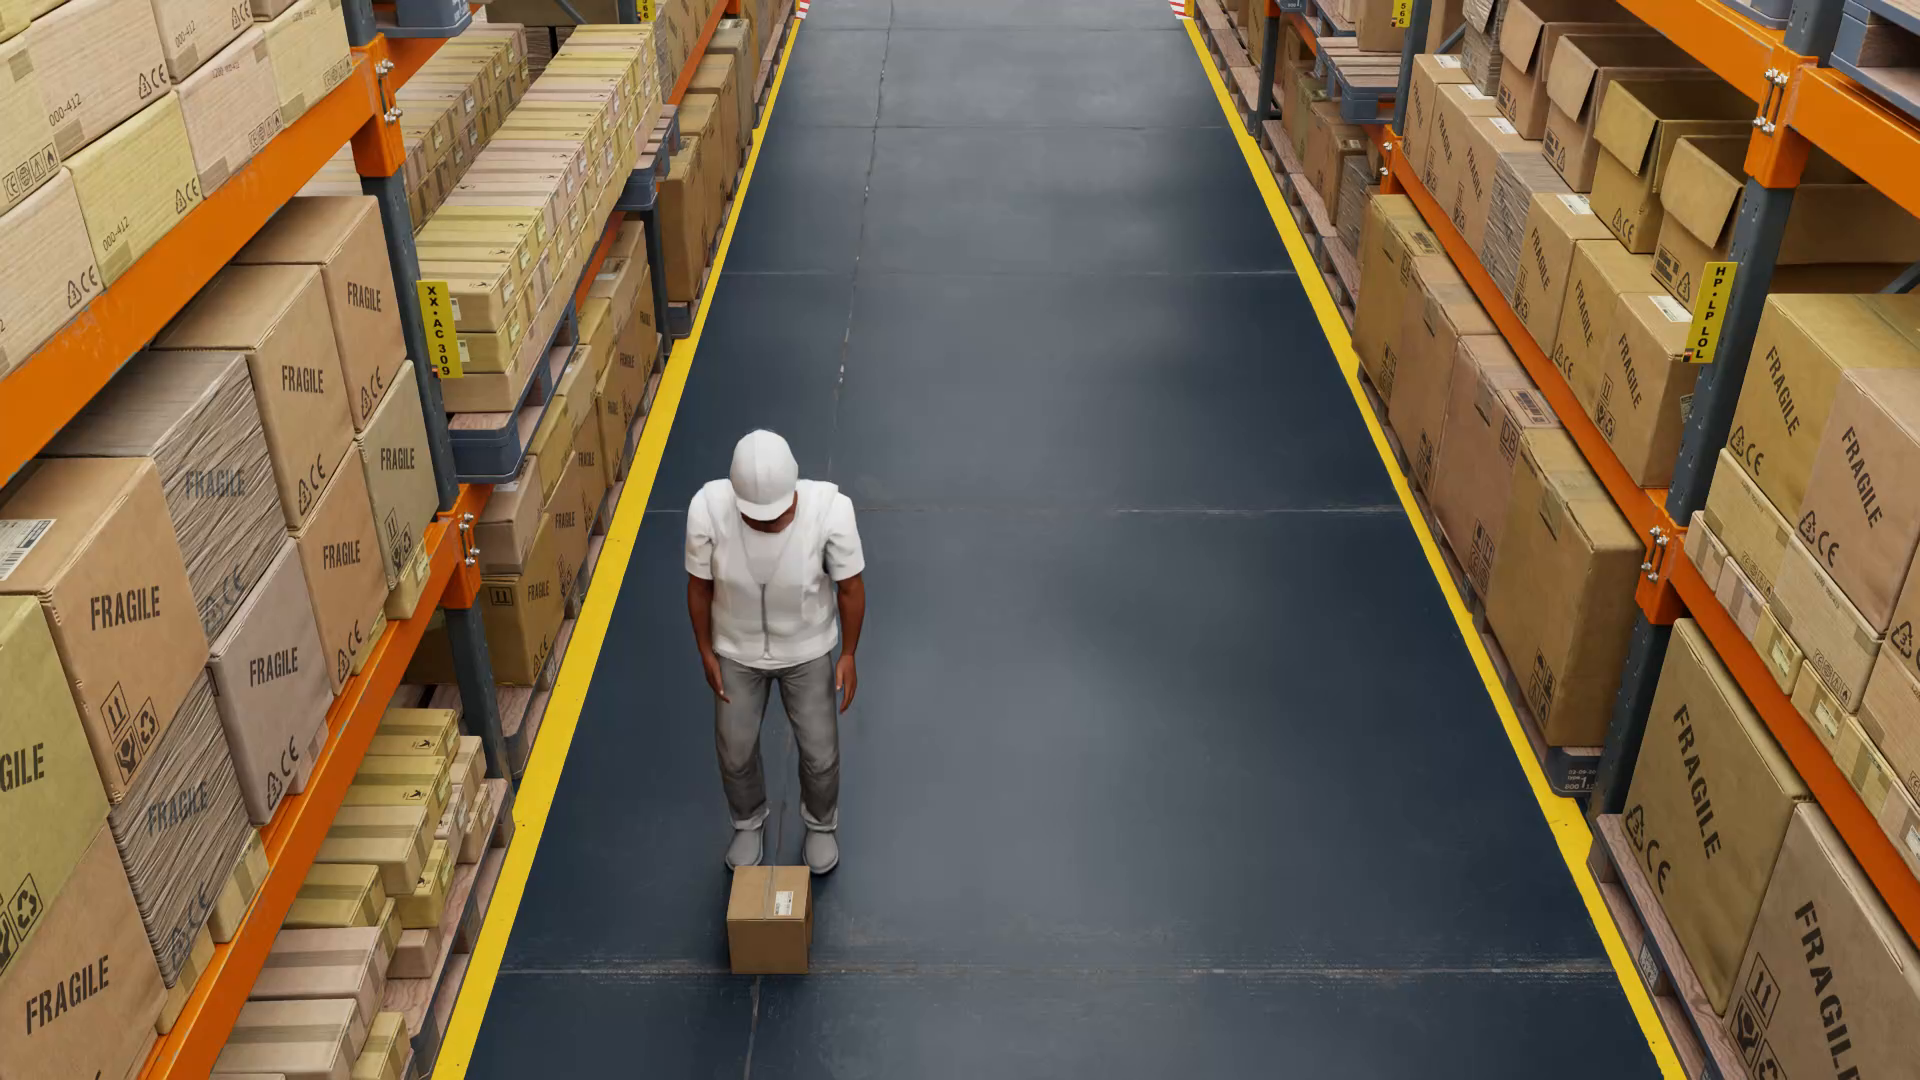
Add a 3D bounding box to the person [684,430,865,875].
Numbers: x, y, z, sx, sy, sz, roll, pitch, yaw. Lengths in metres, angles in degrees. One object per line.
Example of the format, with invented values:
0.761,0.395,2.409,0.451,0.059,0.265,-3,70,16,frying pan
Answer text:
-0.602,0.379,5.531,0.588,1.725,0.437,1,31,1,person
